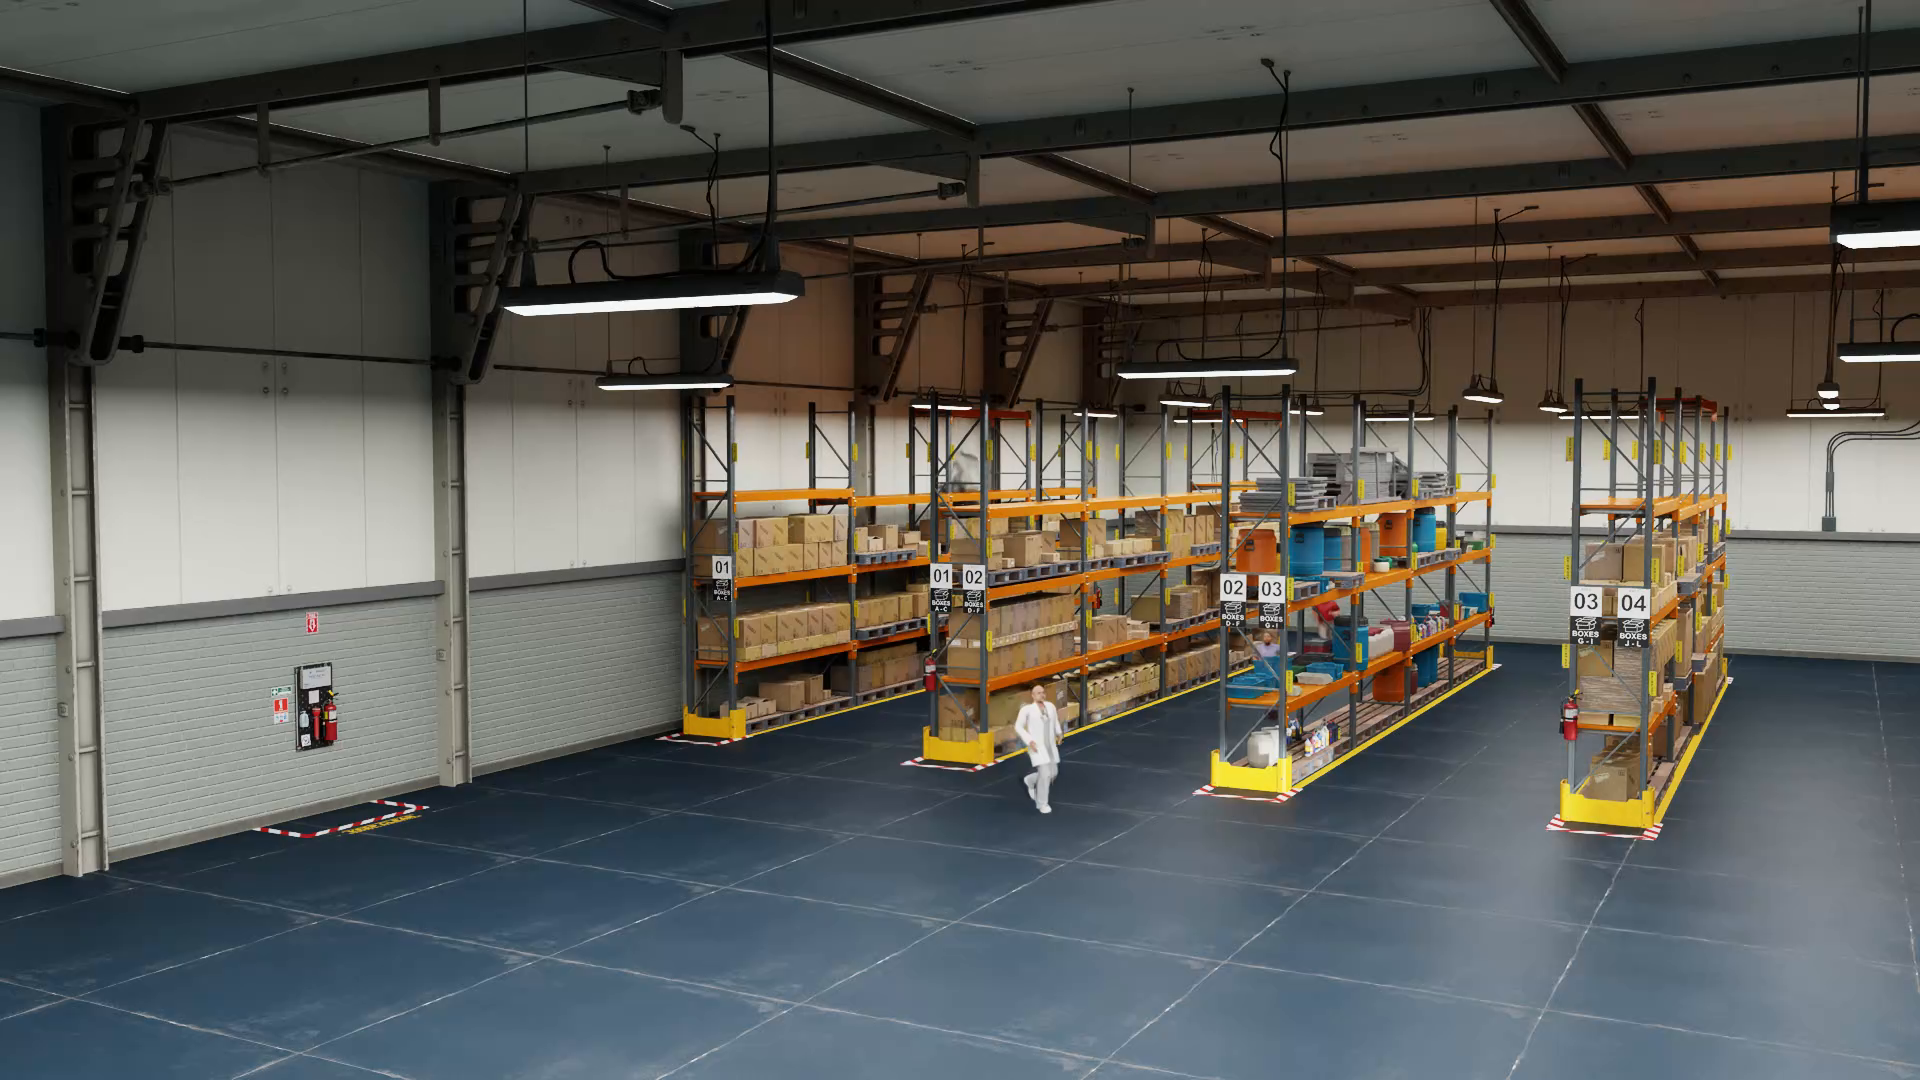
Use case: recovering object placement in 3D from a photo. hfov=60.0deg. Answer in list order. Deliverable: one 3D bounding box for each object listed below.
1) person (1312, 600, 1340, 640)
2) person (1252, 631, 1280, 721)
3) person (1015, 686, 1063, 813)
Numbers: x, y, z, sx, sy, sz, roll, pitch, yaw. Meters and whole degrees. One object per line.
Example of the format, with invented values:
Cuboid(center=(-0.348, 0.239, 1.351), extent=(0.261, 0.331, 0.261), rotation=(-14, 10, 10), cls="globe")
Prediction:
Cuboid(center=(8.668, 2.086, 39.382), extent=(0.659, 1.800, 0.777), rotation=(1, 3, 12), cls="person")
Cuboid(center=(5.777, 2.563, 31.254), extent=(0.592, 1.687, 0.725), rotation=(1, 3, 25), cls="person")
Cuboid(center=(1.106, 3.012, 23.342), extent=(0.707, 1.550, 0.672), rotation=(-2, 3, -30), cls="person")
